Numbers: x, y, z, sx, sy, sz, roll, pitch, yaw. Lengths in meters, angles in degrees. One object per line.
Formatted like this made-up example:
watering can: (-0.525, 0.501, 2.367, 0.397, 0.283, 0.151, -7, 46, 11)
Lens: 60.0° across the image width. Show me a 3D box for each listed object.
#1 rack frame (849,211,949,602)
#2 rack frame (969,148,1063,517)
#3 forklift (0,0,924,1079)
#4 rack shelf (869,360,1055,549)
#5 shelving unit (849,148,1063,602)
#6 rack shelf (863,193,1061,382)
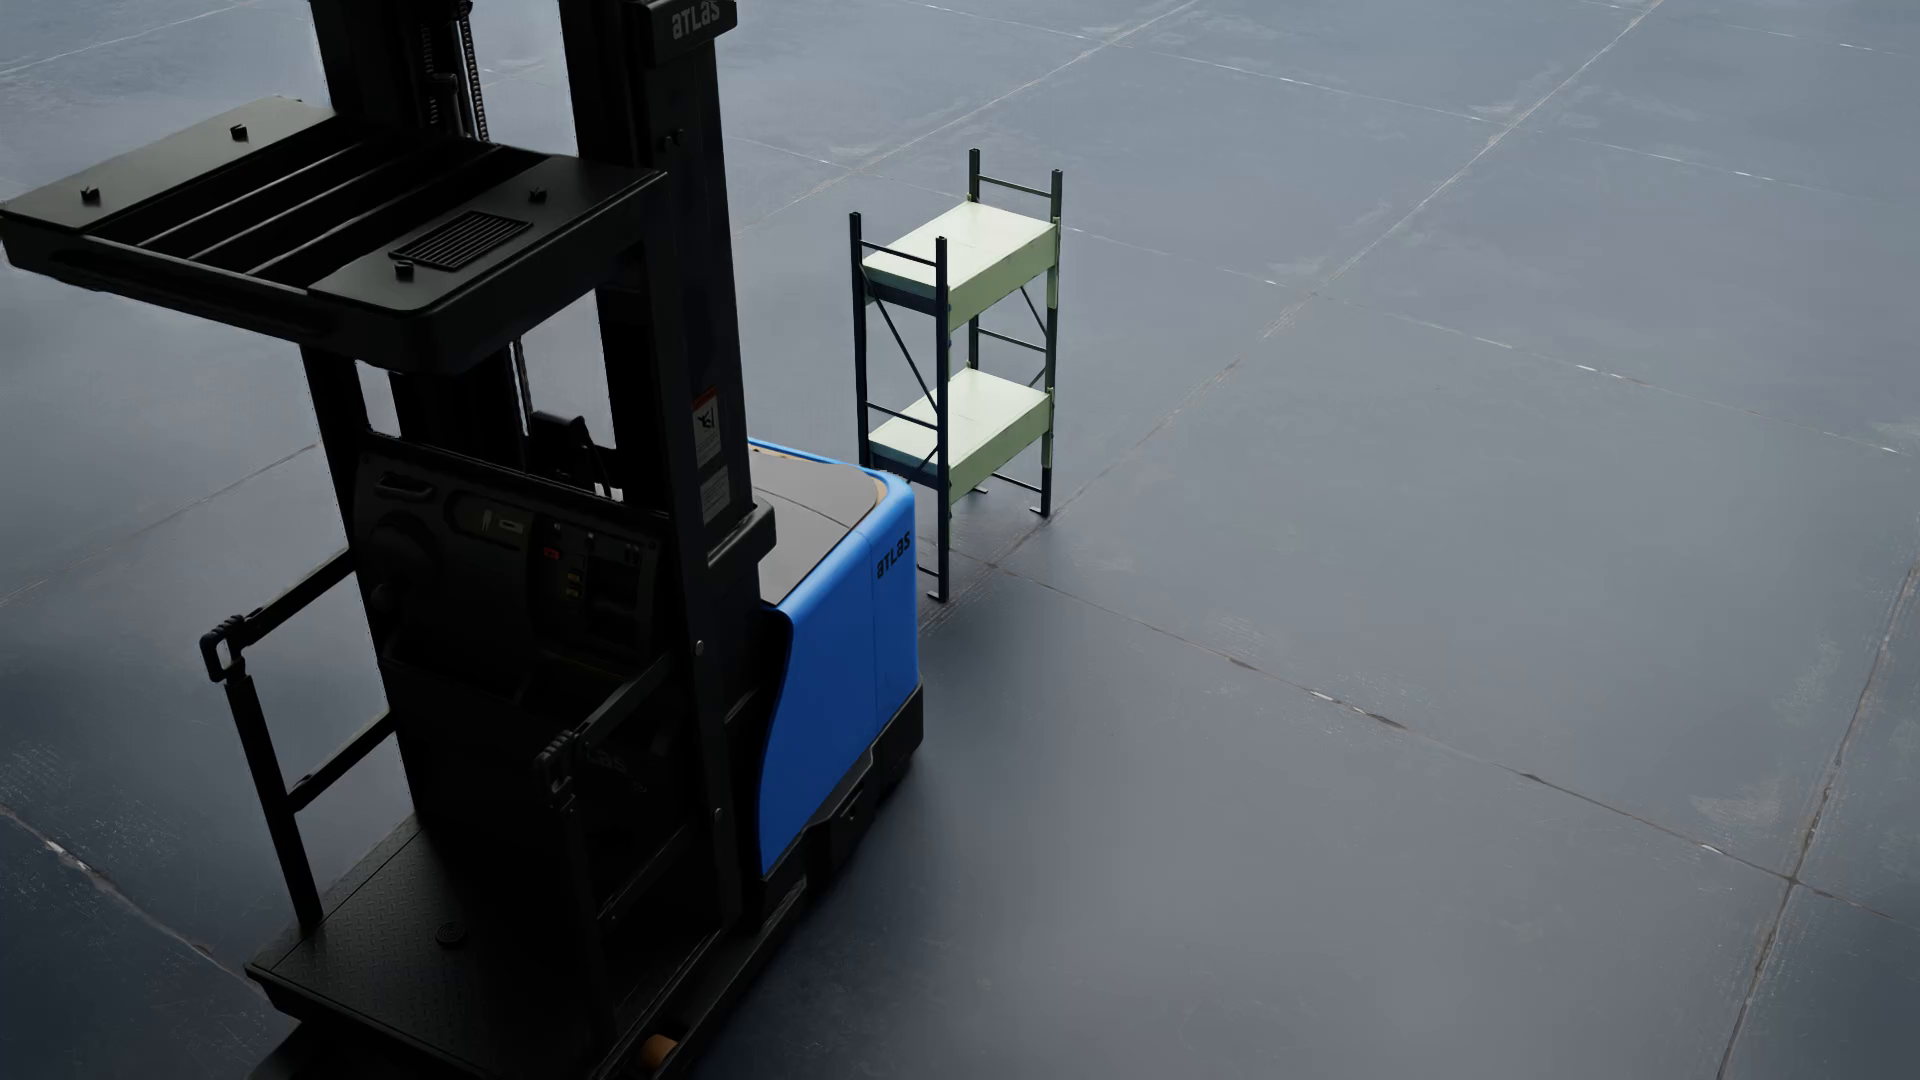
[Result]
rack frame: (-0.212, -0.450, 6.076, 0.400, 1.500, 0.023, 21, 39, 28)
rack frame: (0.205, -0.787, 6.574, 0.400, 1.500, 0.023, 21, 39, 28)
forklift: (-1.223, 0.111, 3.969, 1.130, 2.935, 3.031, 15, 37, 21)
rack shelf: (-0.004, -0.348, 6.508, 0.431, 0.370, 0.720, 21, 39, 28)
shelving unit: (-0.004, -0.618, 6.325, 0.431, 1.500, 0.755, 21, 39, 28)
rack shelf: (-0.004, -0.941, 6.107, 0.431, 0.370, 0.720, 21, 39, 28)
